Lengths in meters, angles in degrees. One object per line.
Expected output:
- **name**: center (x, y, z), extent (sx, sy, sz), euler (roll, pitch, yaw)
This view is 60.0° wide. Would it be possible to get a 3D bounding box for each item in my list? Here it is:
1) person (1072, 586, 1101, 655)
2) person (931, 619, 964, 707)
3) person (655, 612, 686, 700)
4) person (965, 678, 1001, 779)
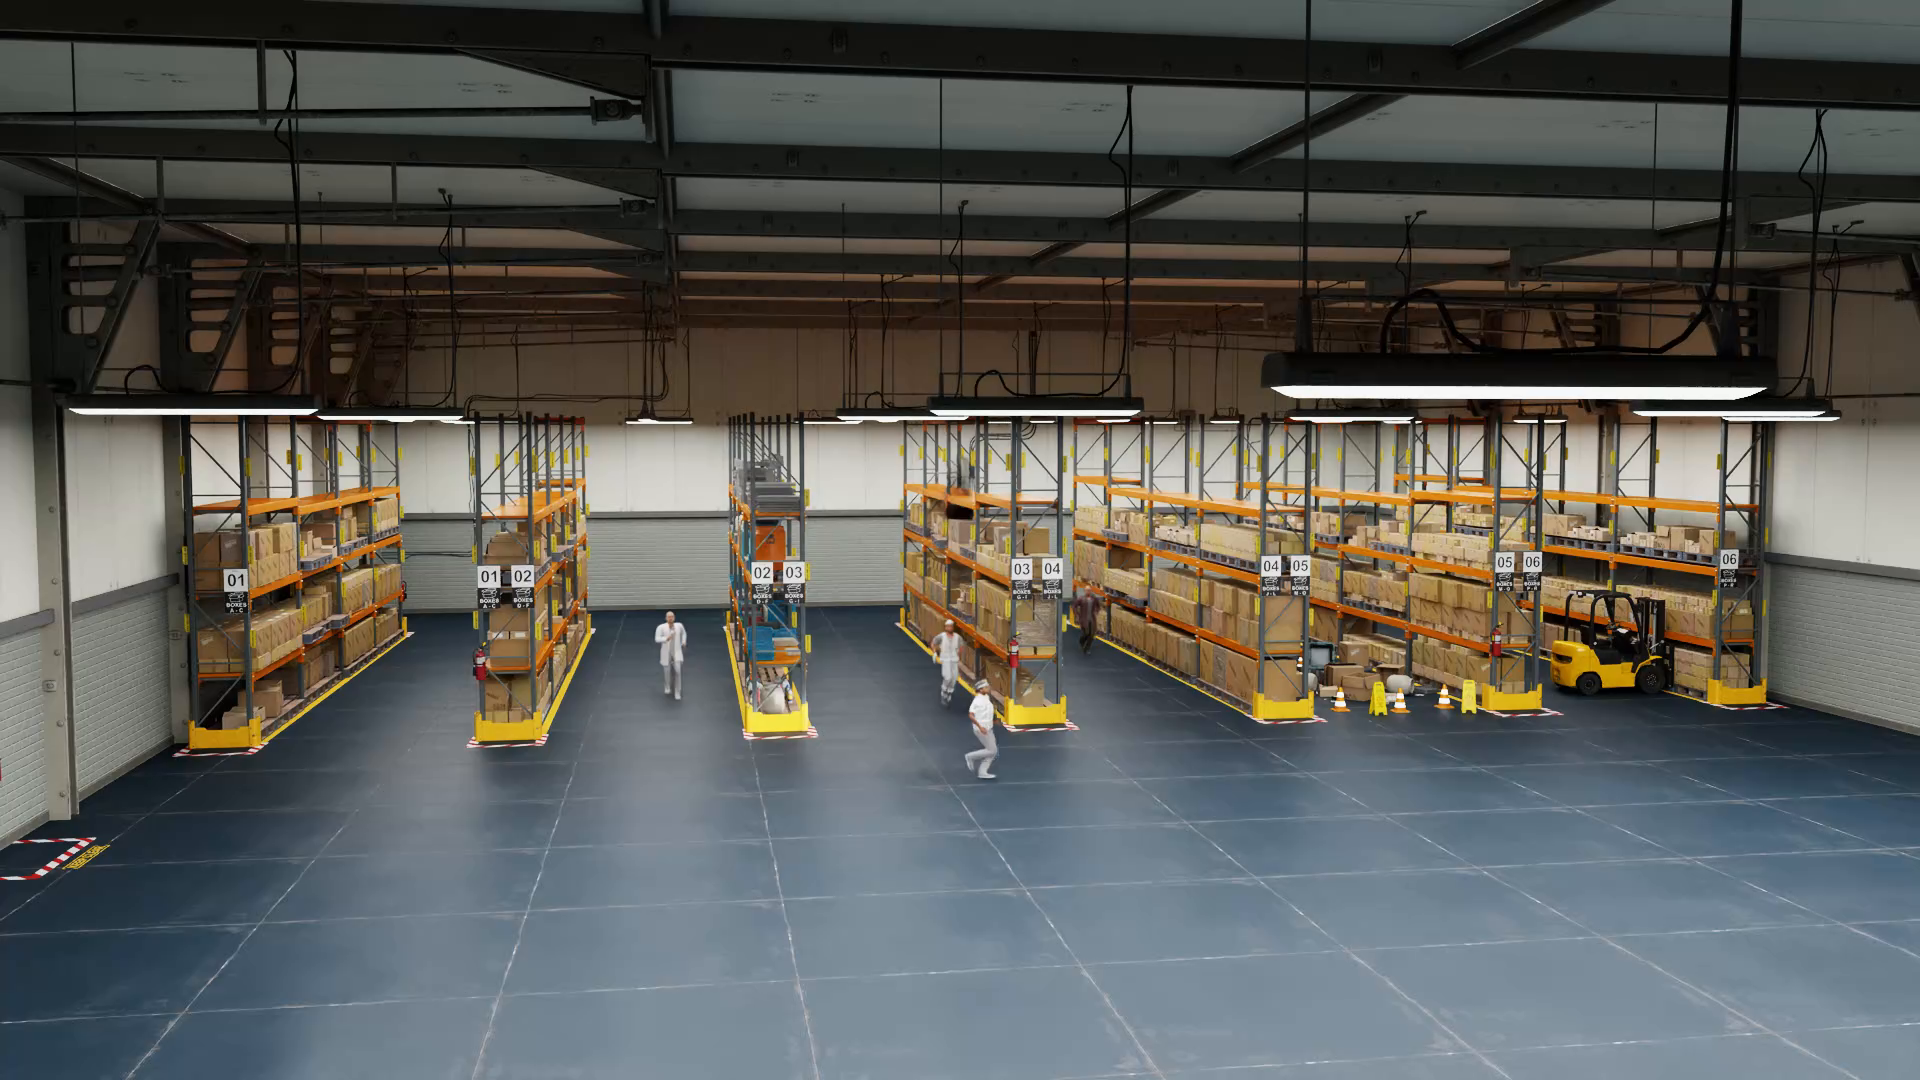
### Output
- **person**: center (3.210, 2.066, 41.627), extent (0.699, 1.649, 0.619), euler (-1, 4, -15)
- **person**: center (-0.213, 2.517, 33.993), extent (0.640, 1.785, 0.700), euler (-1, 4, -18)
- **person**: center (-6.133, 2.433, 35.266), extent (0.665, 1.846, 0.866), euler (-1, 4, -15)
- **person**: center (0.382, 3.064, 27.059), extent (0.551, 1.646, 0.589), euler (1, 4, 17)
